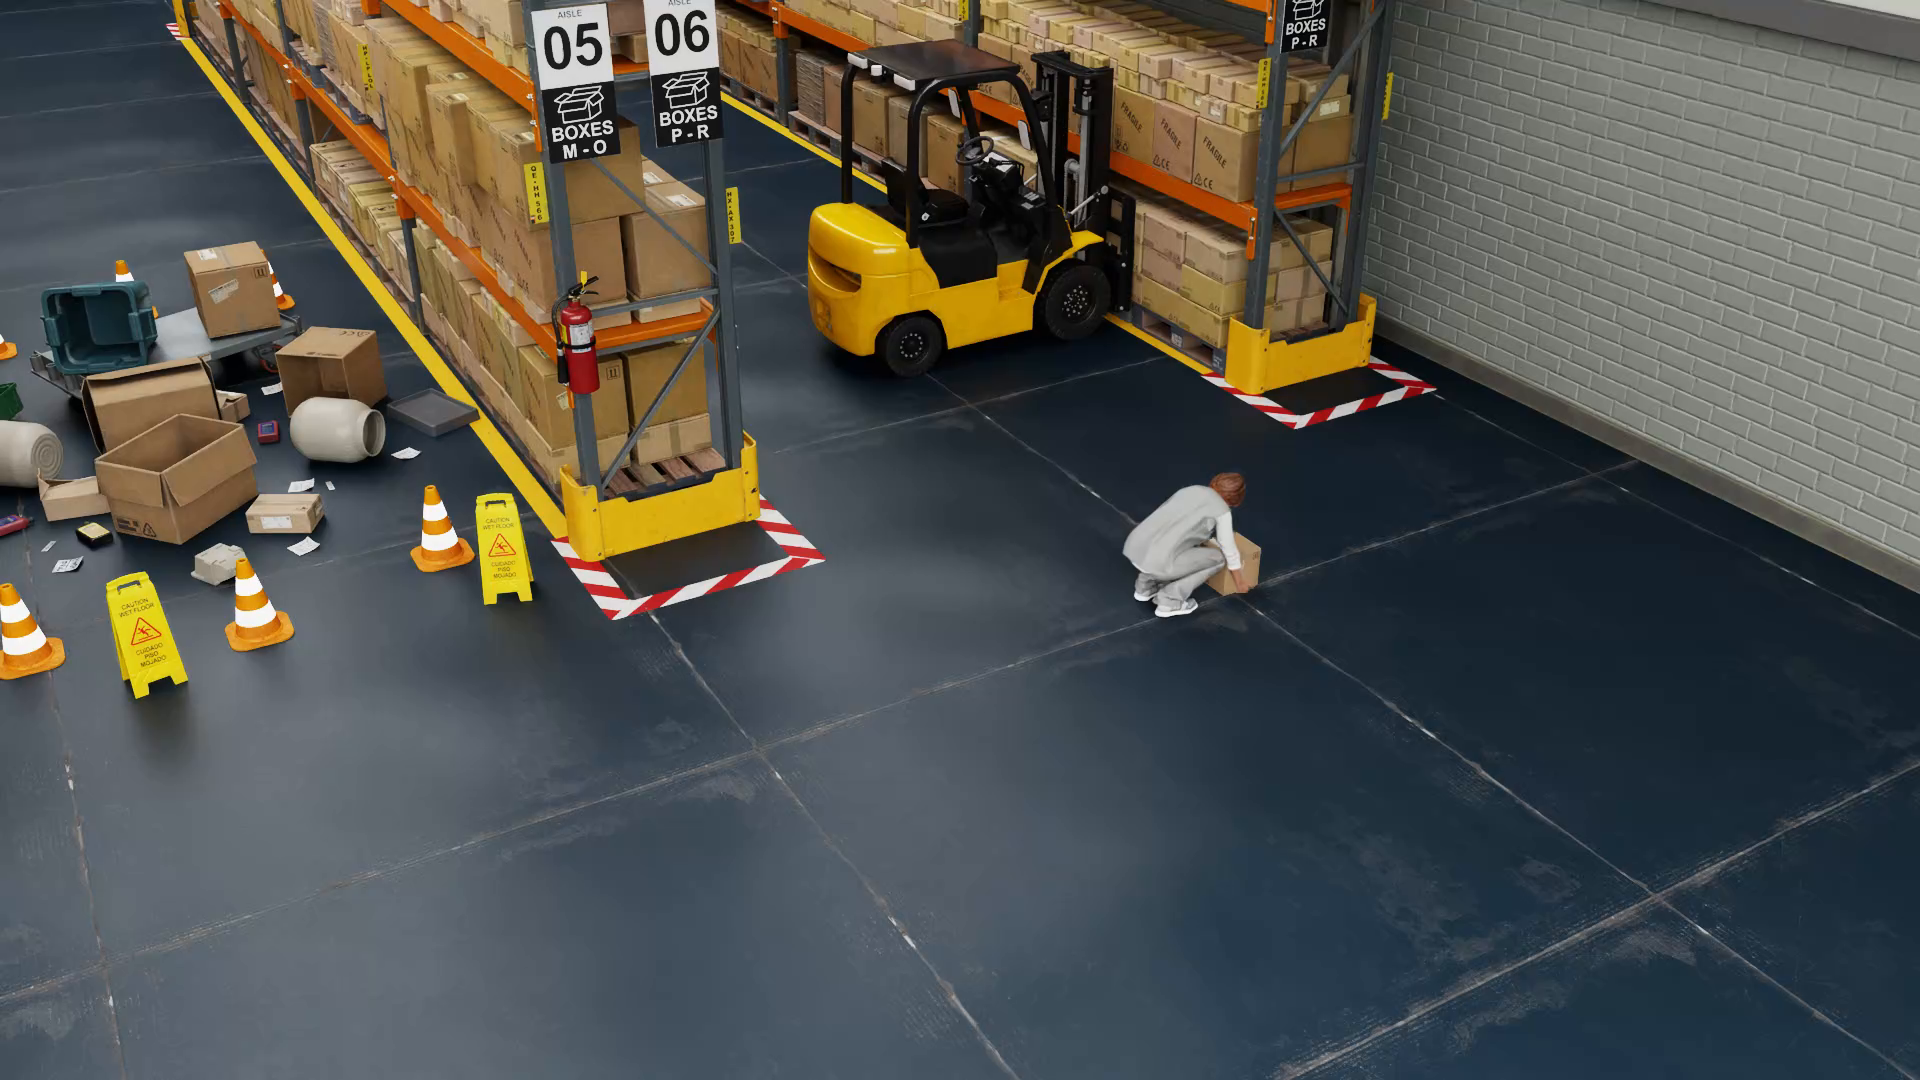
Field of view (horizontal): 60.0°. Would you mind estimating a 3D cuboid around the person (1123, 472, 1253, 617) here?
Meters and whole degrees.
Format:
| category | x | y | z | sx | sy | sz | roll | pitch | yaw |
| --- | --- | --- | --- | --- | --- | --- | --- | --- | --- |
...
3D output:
| category | x | y | z | sx | sy | sz | roll | pitch | yaw |
| --- | --- | --- | --- | --- | --- | --- | --- | --- | --- |
| person | 1.292 | 0.048 | 9.451 | 0.830 | 0.763 | 0.435 | -16 | 33 | -26 |
